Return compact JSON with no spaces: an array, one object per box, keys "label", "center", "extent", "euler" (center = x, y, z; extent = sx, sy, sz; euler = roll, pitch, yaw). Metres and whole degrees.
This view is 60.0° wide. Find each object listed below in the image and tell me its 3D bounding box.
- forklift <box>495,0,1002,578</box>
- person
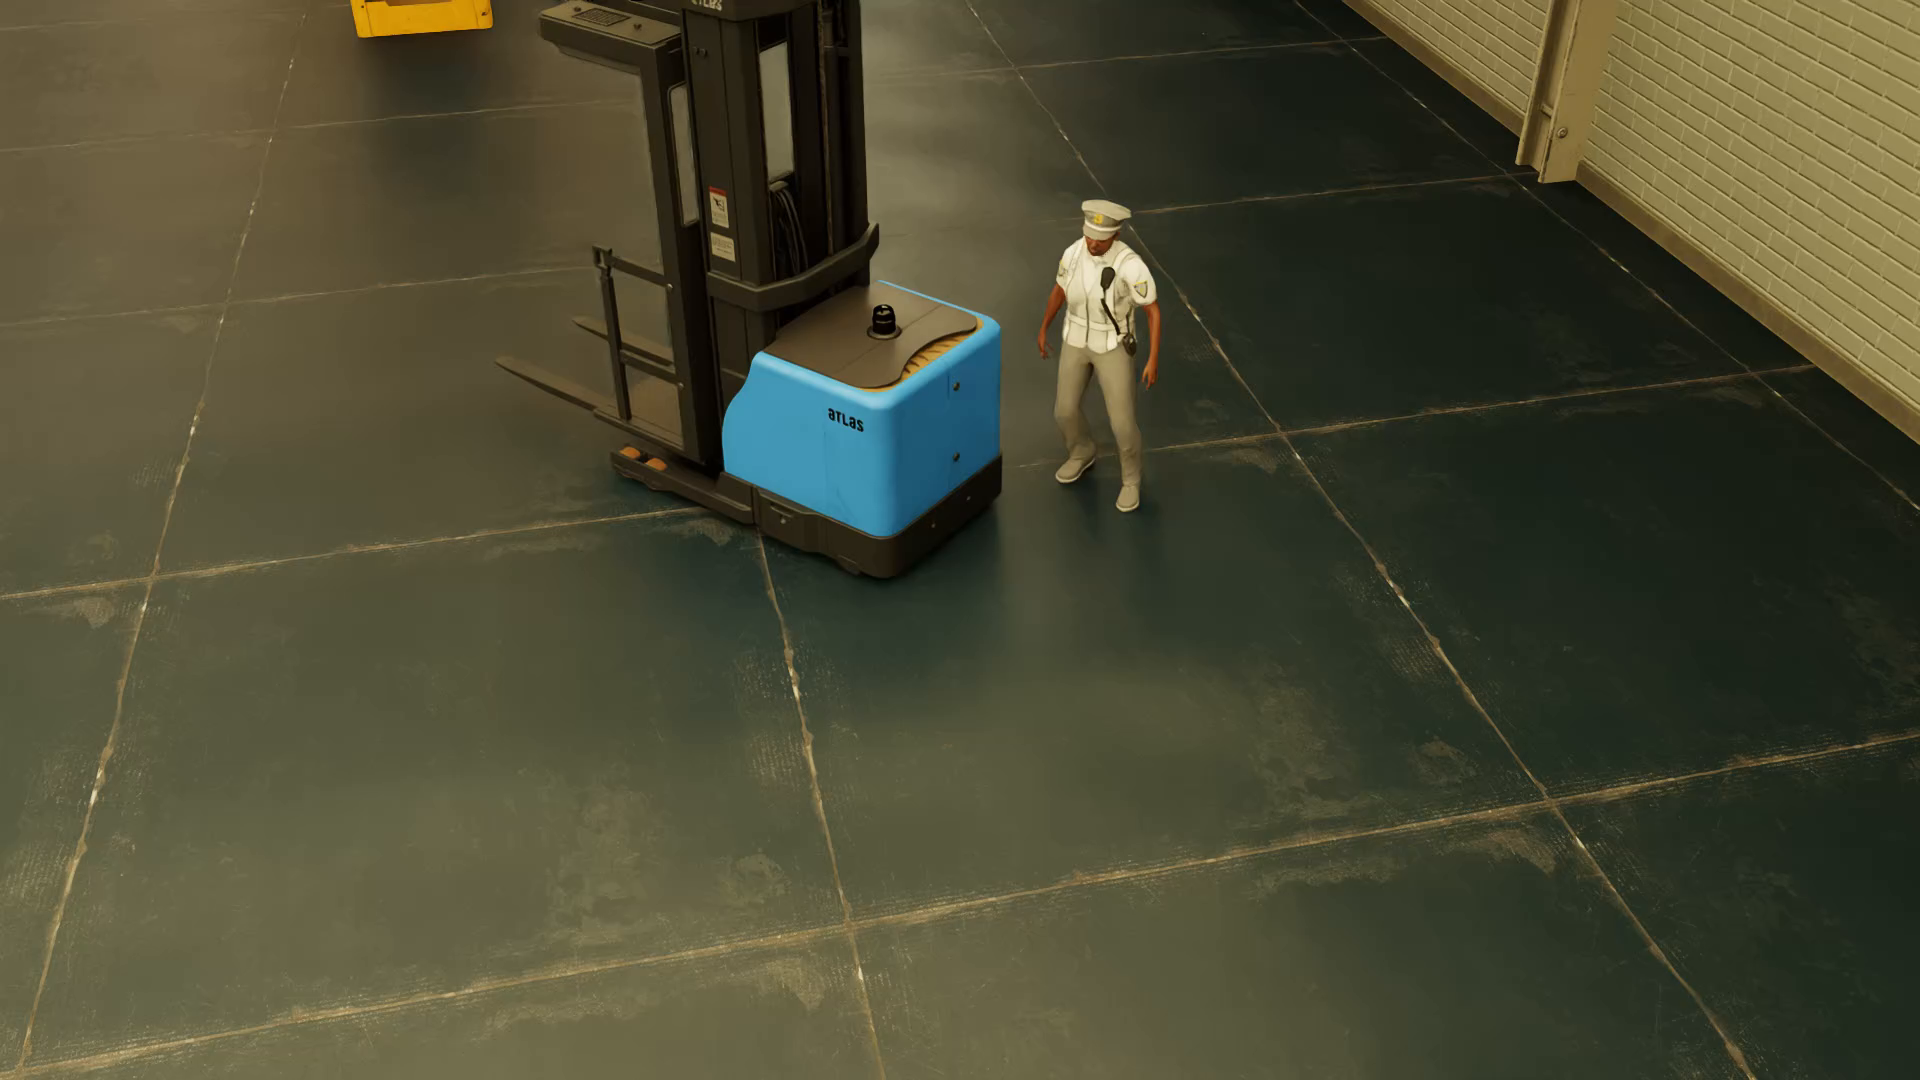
[{"label":"forklift","center":[-1.272,-1.686,8.393],"extent":[3.031,2.935,1.130],"euler":[23,42,28]},{"label":"person","center":[0.710,-0.980,8.528],"extent":[0.705,1.633,0.376],"euler":[20,40,25]}]
